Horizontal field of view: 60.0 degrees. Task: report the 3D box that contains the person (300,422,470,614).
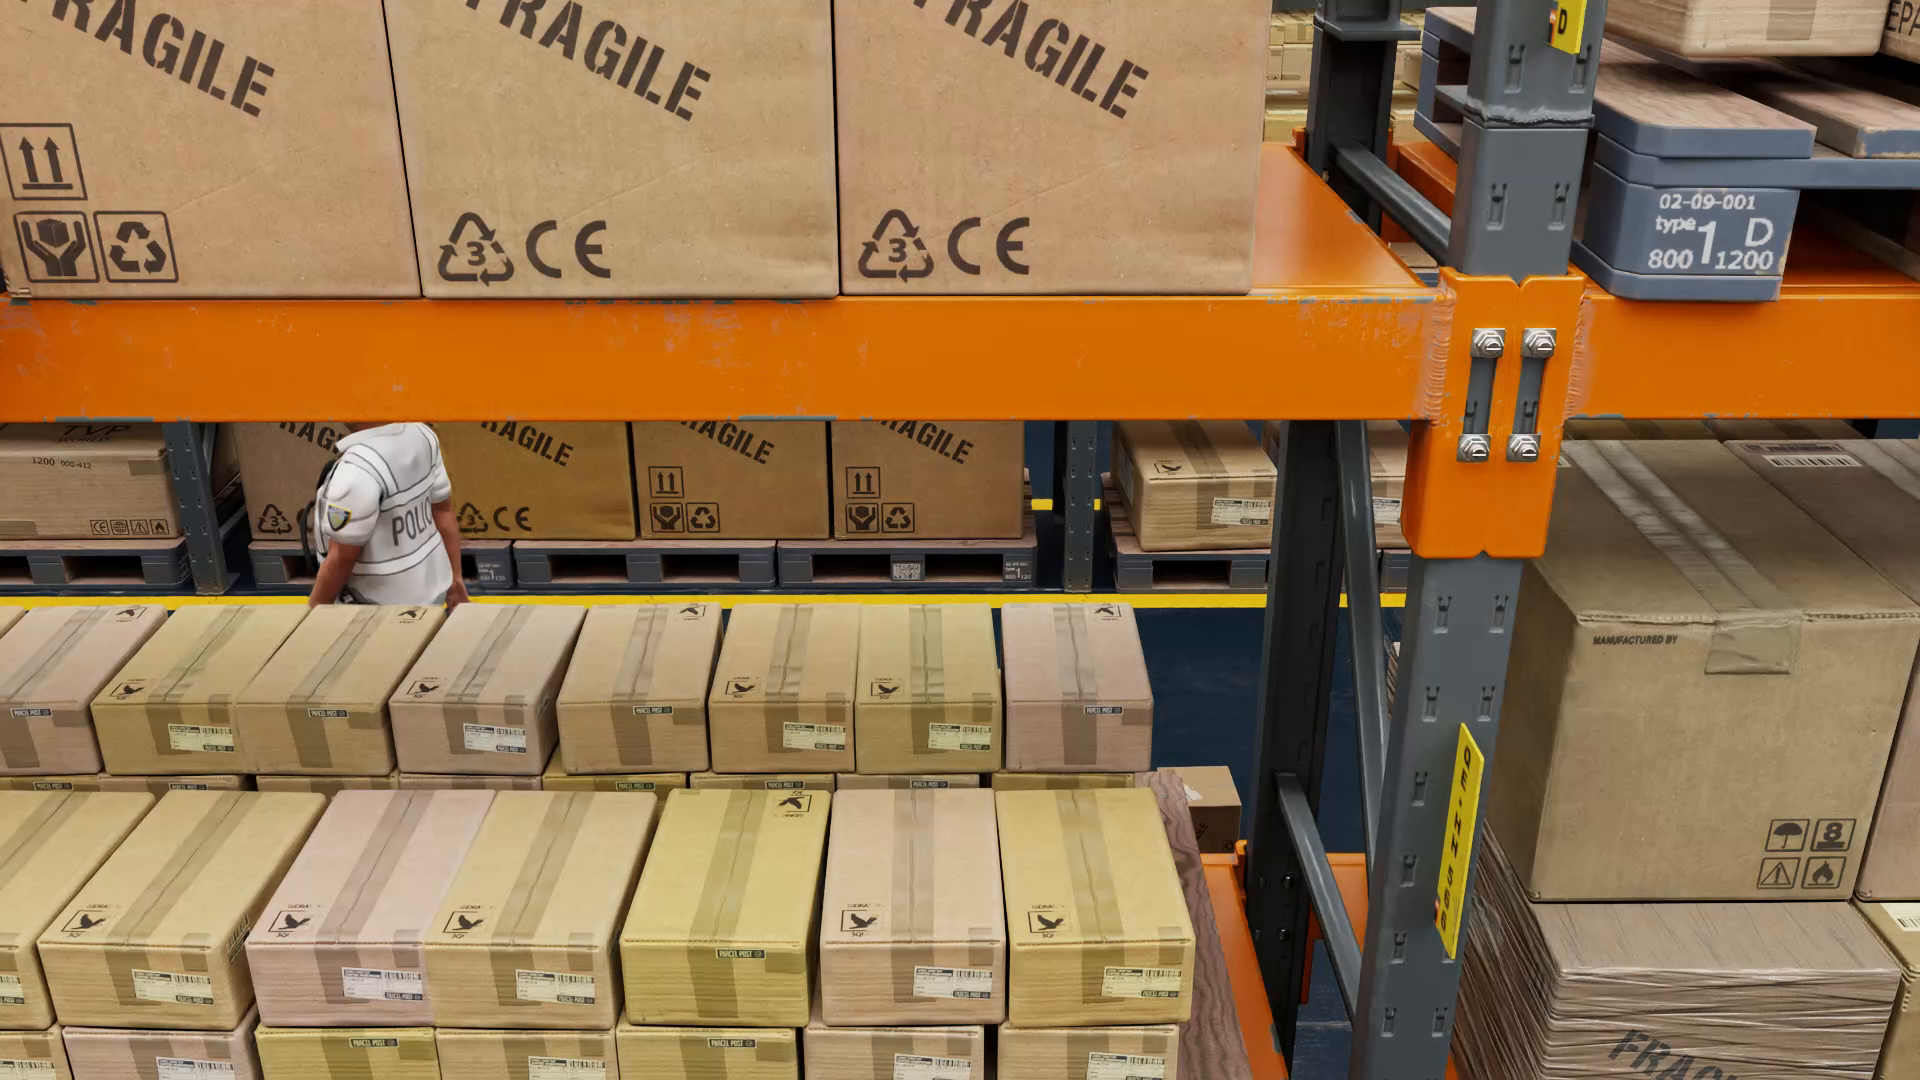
[{"bbox_3d":[-1.995,0.166,5.683,1.081,1.718,0.537,2,24,4],"label":"person"}]
